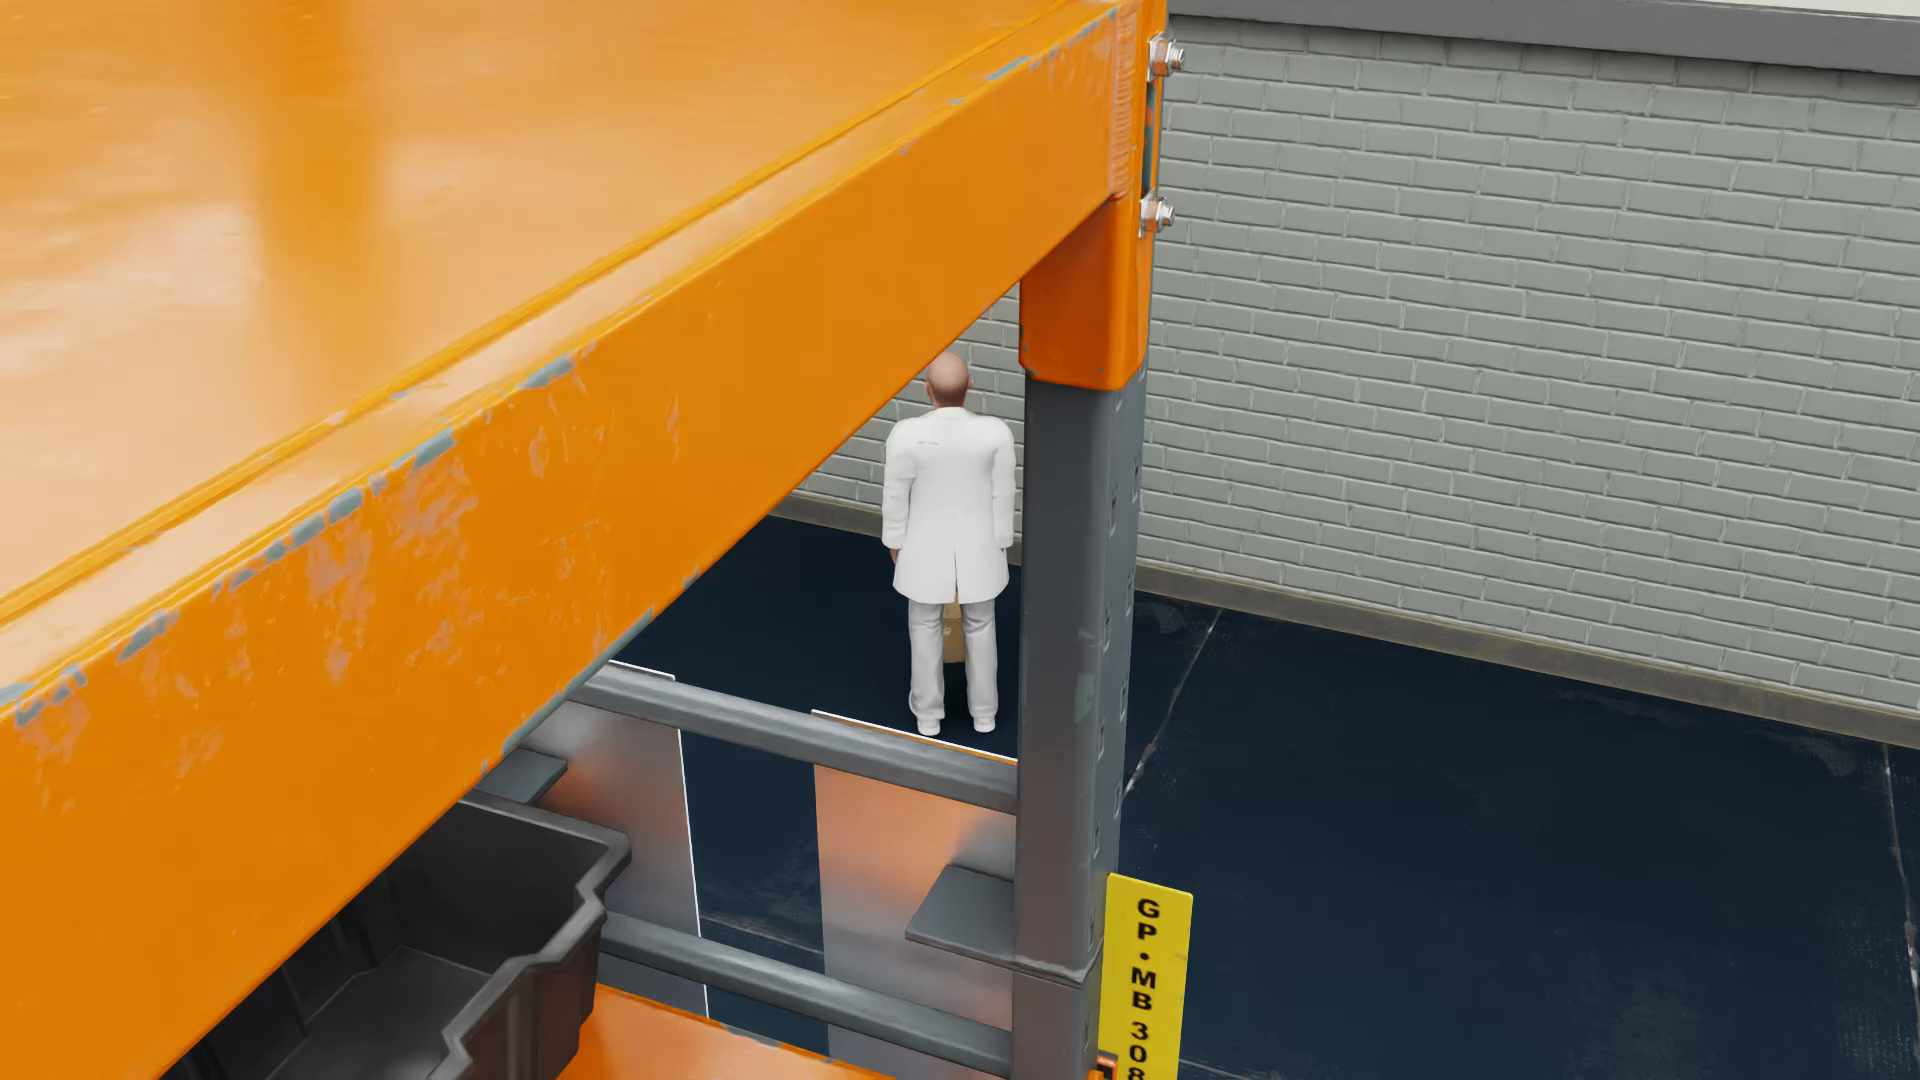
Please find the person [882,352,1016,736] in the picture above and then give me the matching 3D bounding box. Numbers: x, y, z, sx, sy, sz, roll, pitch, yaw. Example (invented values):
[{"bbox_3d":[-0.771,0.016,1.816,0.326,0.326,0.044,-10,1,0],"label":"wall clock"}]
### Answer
[{"bbox_3d":[-0.052,0.013,7.123,0.563,1.777,0.378,-2,29,-4],"label":"person"}]
